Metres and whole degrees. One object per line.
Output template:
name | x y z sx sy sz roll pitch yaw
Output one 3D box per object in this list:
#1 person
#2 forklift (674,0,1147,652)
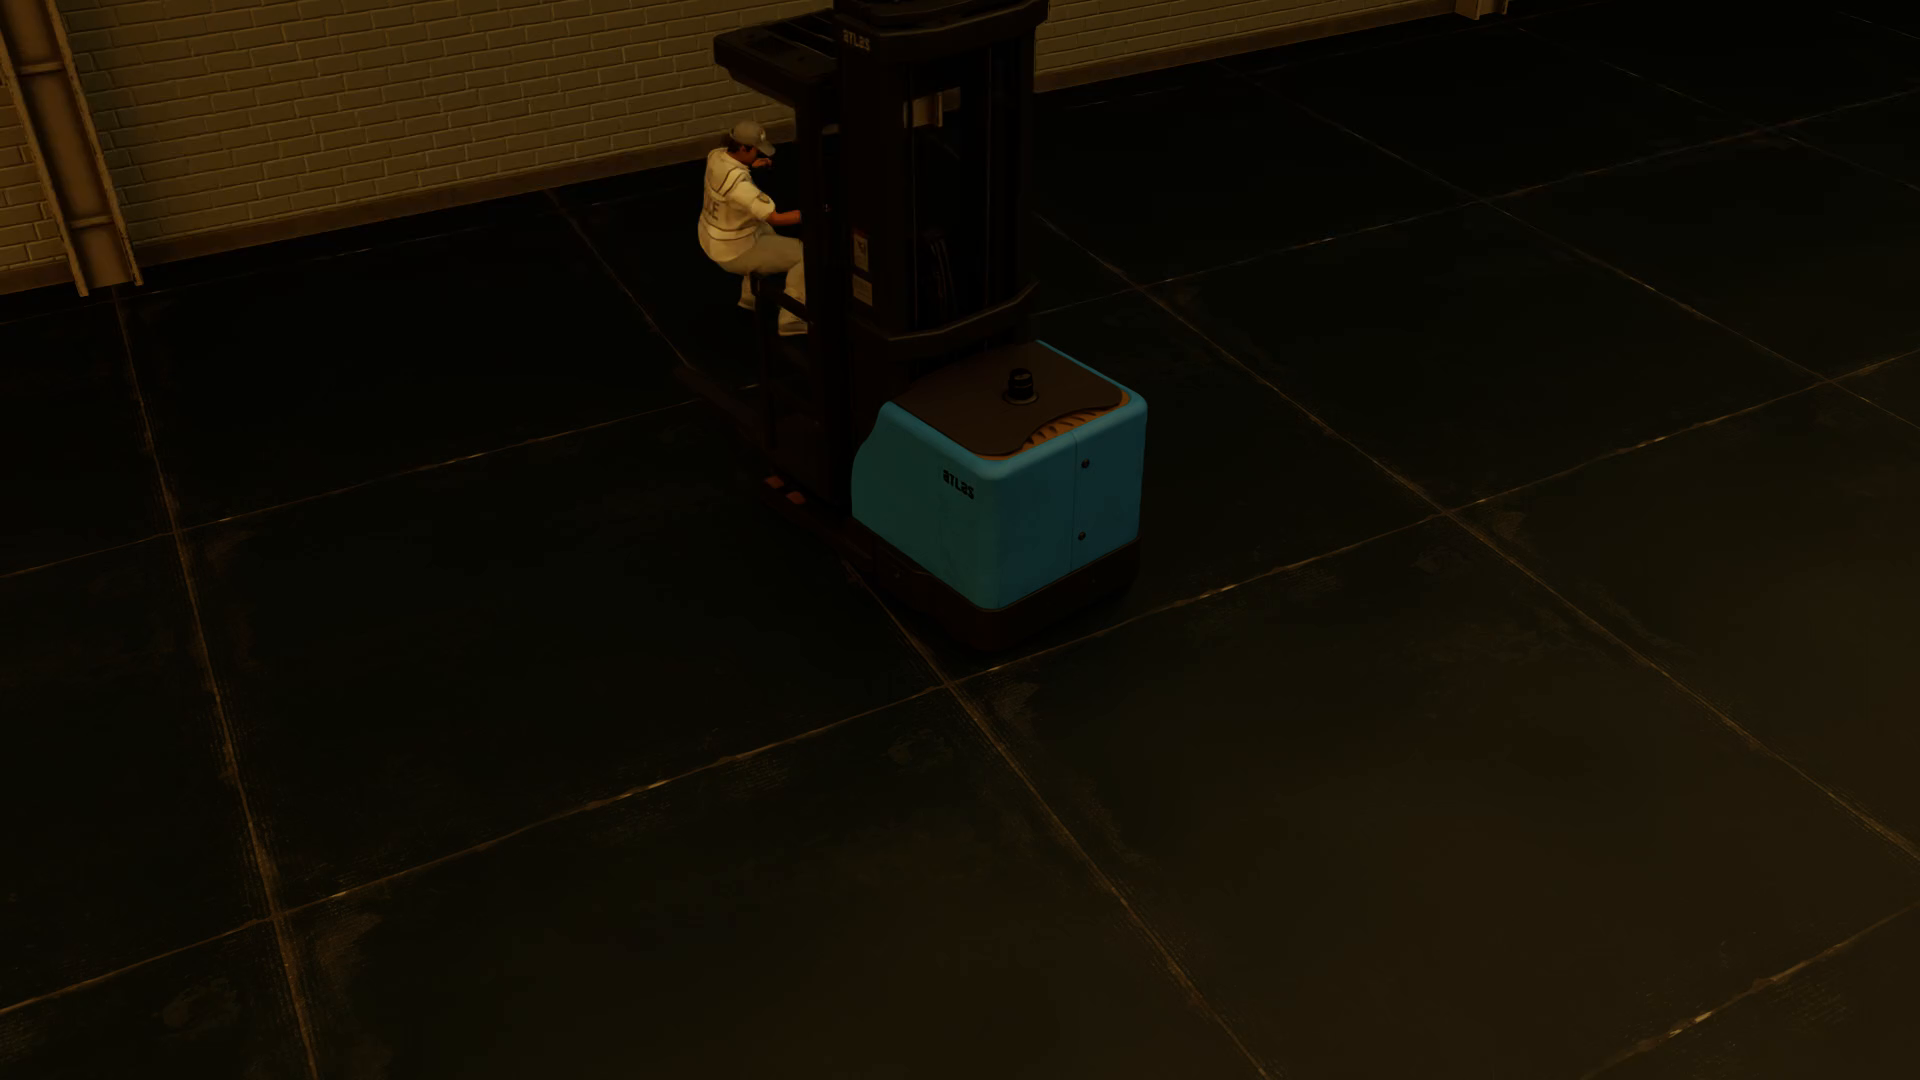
person | -1.190 -1.870 10.038 0.735 1.436 0.967 -14 38 -19
forklift | -0.438 -1.453 8.178 1.130 2.935 3.031 -26 43 -32
